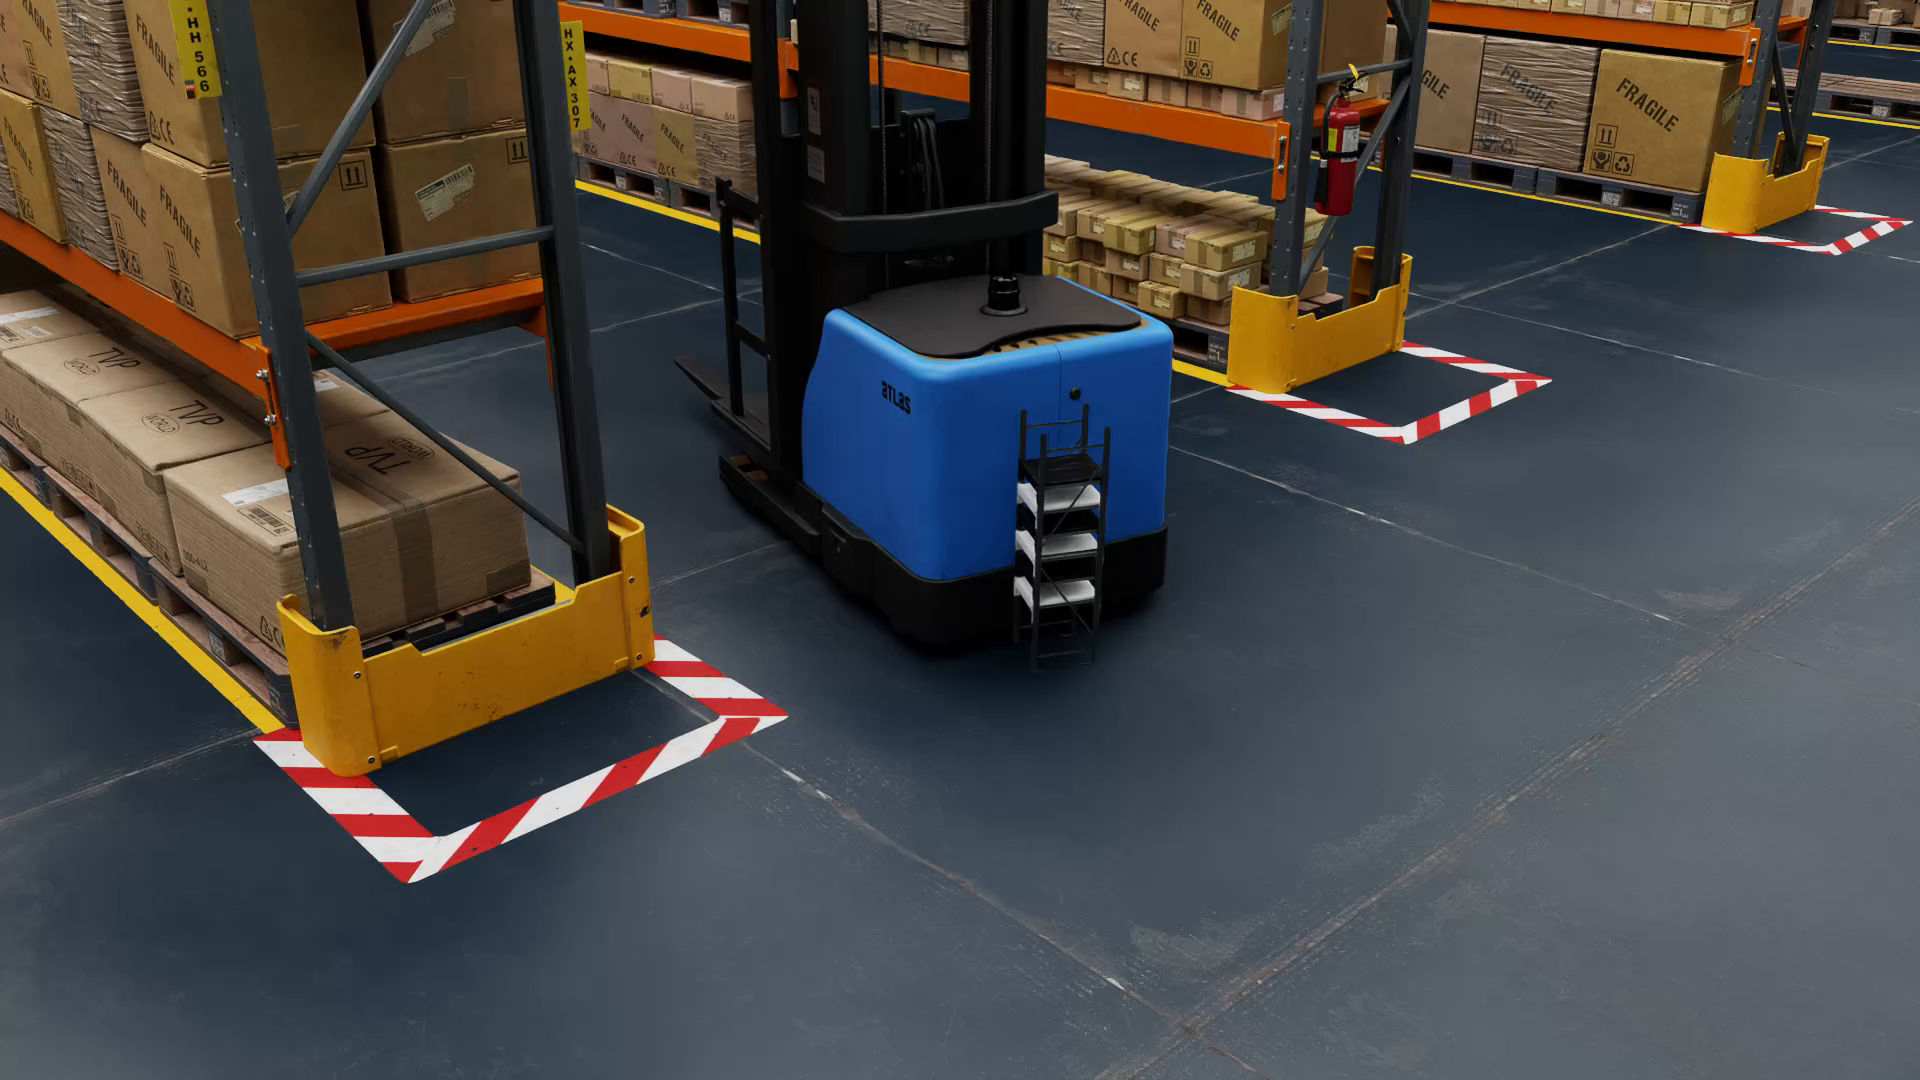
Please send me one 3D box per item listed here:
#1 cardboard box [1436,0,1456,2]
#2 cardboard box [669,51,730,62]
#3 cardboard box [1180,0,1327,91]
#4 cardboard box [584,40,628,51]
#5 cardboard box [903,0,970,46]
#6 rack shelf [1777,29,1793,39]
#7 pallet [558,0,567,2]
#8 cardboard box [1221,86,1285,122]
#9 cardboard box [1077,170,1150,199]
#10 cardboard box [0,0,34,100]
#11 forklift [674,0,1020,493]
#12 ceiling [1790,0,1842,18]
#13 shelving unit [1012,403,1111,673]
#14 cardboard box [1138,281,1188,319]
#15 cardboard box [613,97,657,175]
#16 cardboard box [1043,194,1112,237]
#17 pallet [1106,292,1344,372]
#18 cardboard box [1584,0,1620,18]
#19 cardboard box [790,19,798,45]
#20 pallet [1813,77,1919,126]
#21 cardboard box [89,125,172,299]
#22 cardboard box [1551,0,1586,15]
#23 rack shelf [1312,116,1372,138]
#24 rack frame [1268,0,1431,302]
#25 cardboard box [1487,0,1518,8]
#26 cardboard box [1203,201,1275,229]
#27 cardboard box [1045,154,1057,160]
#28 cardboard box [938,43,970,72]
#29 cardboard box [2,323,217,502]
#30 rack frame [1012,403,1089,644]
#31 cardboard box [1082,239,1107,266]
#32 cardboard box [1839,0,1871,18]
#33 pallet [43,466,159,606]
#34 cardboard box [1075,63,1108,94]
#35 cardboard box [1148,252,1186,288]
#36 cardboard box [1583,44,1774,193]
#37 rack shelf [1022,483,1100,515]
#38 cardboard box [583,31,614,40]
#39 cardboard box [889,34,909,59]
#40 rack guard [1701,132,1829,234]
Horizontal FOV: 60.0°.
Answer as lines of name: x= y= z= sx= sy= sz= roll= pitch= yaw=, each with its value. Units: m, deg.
cardboard box: x=3.741 y=-4.176 z=12.593 sx=0.380 sy=0.149 sz=0.250 roll=-21 pitch=32 yaw=-38
cardboard box: x=-1.818 y=-3.501 z=12.412 sx=0.500 sy=0.250 sz=0.500 roll=-20 pitch=31 yaw=-37
cardboard box: x=1.445 y=-2.523 z=8.187 sx=0.500 sy=0.500 sz=0.500 roll=-20 pitch=32 yaw=-37
cardboard box: x=-2.887 y=-3.666 z=12.775 sx=0.500 sy=0.250 sz=0.500 roll=-22 pitch=32 yaw=-39
cardboard box: x=0.022 y=-3.139 z=9.538 sx=0.500 sy=0.500 sz=0.500 roll=-22 pitch=33 yaw=-39
rack shelf: x=4.262 y=-3.999 z=12.596 sx=0.831 sy=0.071 sz=3.687 roll=-21 pitch=32 yaw=-38
pallet: x=-2.963 y=-4.430 z=13.077 sx=1.213 sy=0.211 sz=1.003 roll=-21 pitch=32 yaw=-38
cardboard box: x=1.511 y=-2.183 z=8.224 sx=0.380 sy=0.149 sz=0.250 roll=-21 pitch=32 yaw=-38
cardboard box: x=0.916 y=-2.092 z=9.933 sx=0.380 sy=0.149 sz=0.250 roll=-21 pitch=32 yaw=-38
cardboard box: x=-3.164 y=-1.876 z=5.924 sx=0.500 sy=0.500 sz=0.500 roll=-22 pitch=32 yaw=-39
forklift: x=-4.433 y=-2.721 z=6.439 sx=7.864 sy=5.209 sz=9.138 roll=-13 pitch=27 yaw=-26
ceiling: x=10.258 y=-6.465 z=20.016 sx=0.500 sy=0.311 sz=0.500 roll=-21 pitch=32 yaw=-38
shelving unit: x=-0.166 y=-4.796 z=12.142 sx=3.753 sy=3.379 sz=15.806 roll=-7 pitch=29 yaw=-15
cardboard box: x=1.178 y=-1.322 z=8.963 sx=0.380 sy=0.149 sz=0.250 roll=-20 pitch=31 yaw=-37
cardboard box: x=-2.182 y=-3.009 z=12.238 sx=0.500 sy=0.500 sz=0.500 roll=-22 pitch=33 yaw=-40
cardboard box: x=0.638 y=-1.829 z=9.357 sx=0.380 sy=0.149 sz=0.250 roll=-20 pitch=31 yaw=-37
pallet: x=1.358 y=-1.289 z=9.322 sx=1.003 sy=0.211 sz=1.213 roll=-21 pitch=32 yaw=-38
cardboard box: x=4.625 y=-3.786 z=11.738 sx=0.380 sy=0.149 sz=0.250 roll=-21 pitch=32 yaw=-38
cardboard box: x=-0.840 y=-3.198 z=10.448 sx=0.380 sy=0.149 sz=0.250 roll=-20 pitch=31 yaw=-37
pallet: x=0.626 y=-1.559 z=9.913 sx=21.016 sy=0.211 sz=3.492 roll=-21 pitch=32 yaw=-38
cardboard box: x=-2.459 y=-1.117 z=5.463 sx=0.500 sy=0.500 sz=0.500 roll=-22 pitch=33 yaw=-39
cardboard box: x=4.446 y=-3.864 z=11.909 sx=0.273 sy=0.149 sz=0.395 roll=21 pitch=32 yaw=38
rack shelf: x=0.573 y=-2.622 z=9.579 sx=0.831 sy=0.071 sz=3.687 roll=-21 pitch=32 yaw=-38
rack frame: x=1.940 y=-2.279 z=8.131 sx=1.000 sy=3.000 sz=0.127 roll=-21 pitch=32 yaw=-38
cardboard box: x=4.101 y=-4.019 z=12.247 sx=0.380 sy=0.149 sz=0.250 roll=-20 pitch=32 yaw=-37
cardboard box: x=1.553 y=-1.748 z=9.180 sx=0.380 sy=0.149 sz=0.250 roll=-21 pitch=32 yaw=-38
cardboard box: x=0.391 y=-2.325 z=10.445 sx=0.250 sy=0.149 sz=0.380 roll=22 pitch=32 yaw=39
cardboard box: x=0.096 y=-2.812 z=9.604 sx=0.380 sy=0.149 sz=0.250 roll=-20 pitch=31 yaw=-36
cardboard box: x=-3.375 y=-0.589 z=7.009 sx=0.875 sy=0.438 sz=0.875 roll=-22 pitch=33 yaw=-40
rack frame: x=0.310 y=-0.045 z=5.737 sx=0.240 sy=0.900 sz=0.006 roll=-7 pitch=29 yaw=-15
cardboard box: x=0.906 y=-1.655 z=9.333 sx=0.380 sy=0.149 sz=0.250 roll=-22 pitch=32 yaw=-39
cardboard box: x=10.726 y=-6.647 z=20.188 sx=0.500 sy=0.500 sz=0.500 roll=-21 pitch=32 yaw=-38
pallet: x=-3.038 y=-0.165 z=6.857 sx=1.003 sy=0.211 sz=1.213 roll=-21 pitch=32 yaw=-38
cardboard box: x=0.836 y=-2.500 z=8.918 sx=0.250 sy=0.149 sz=0.380 roll=22 pitch=33 yaw=39
cardboard box: x=1.231 y=-1.482 z=8.954 sx=0.380 sy=0.149 sz=0.250 roll=-22 pitch=33 yaw=-40
cardboard box: x=5.134 y=-3.051 z=11.877 sx=0.875 sy=0.875 sz=0.875 roll=-21 pitch=32 yaw=-38
rack shelf: x=-0.154 y=-5.067 z=12.008 sx=3.734 sy=2.775 sz=15.796 roll=-7 pitch=29 yaw=-15
cardboard box: x=-2.869 y=-3.965 z=13.429 sx=0.500 sy=0.250 sz=0.500 roll=-22 pitch=33 yaw=-40
cardboard box: x=-0.207 y=-2.991 z=9.994 sx=0.250 sy=0.149 sz=0.380 roll=22 pitch=33 yaw=39
rack guard: x=5.646 y=-2.511 z=11.651 sx=1.175 sy=0.500 sz=0.348 roll=-21 pitch=32 yaw=-38
